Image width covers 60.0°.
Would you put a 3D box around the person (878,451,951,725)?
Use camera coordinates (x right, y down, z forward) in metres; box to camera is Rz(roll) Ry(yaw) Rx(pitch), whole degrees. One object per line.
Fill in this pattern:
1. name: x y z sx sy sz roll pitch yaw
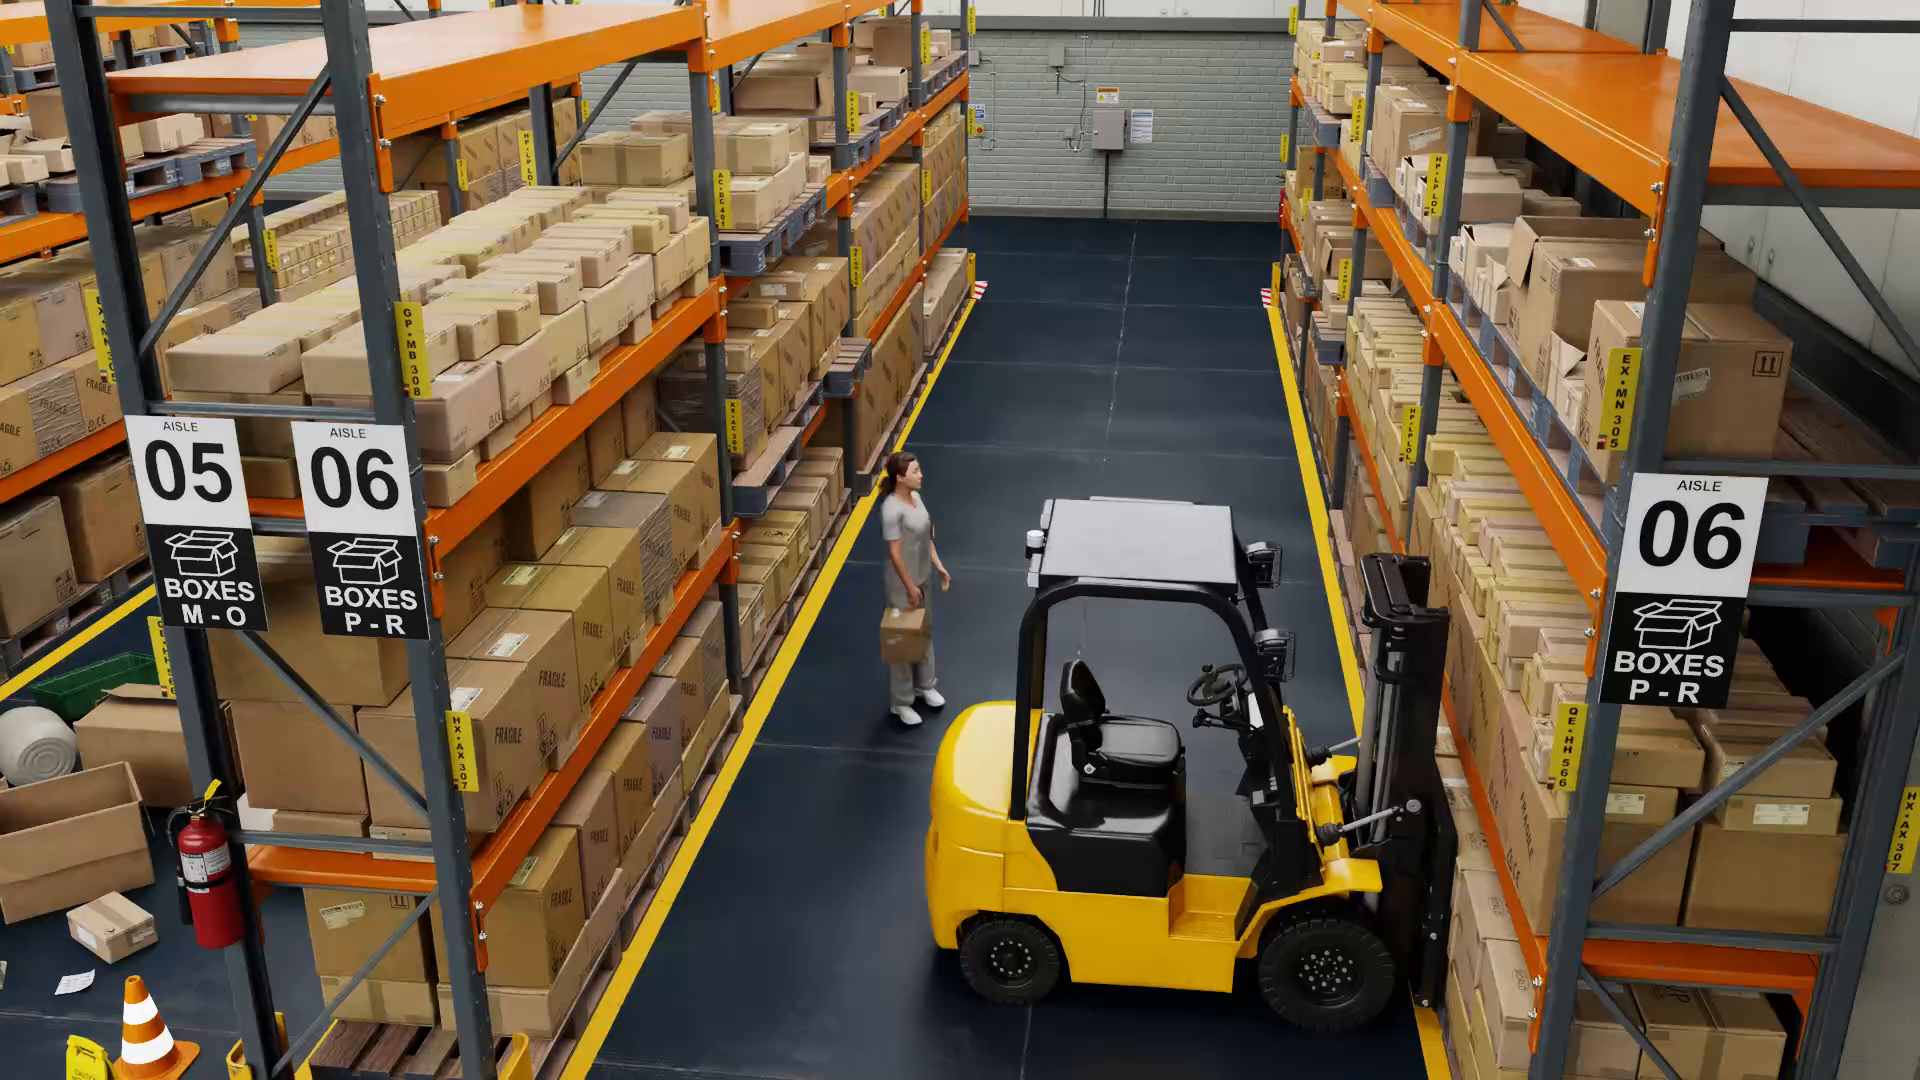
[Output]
1. person: -0.313 0.277 10.323 0.443 1.684 0.527 9 23 21
